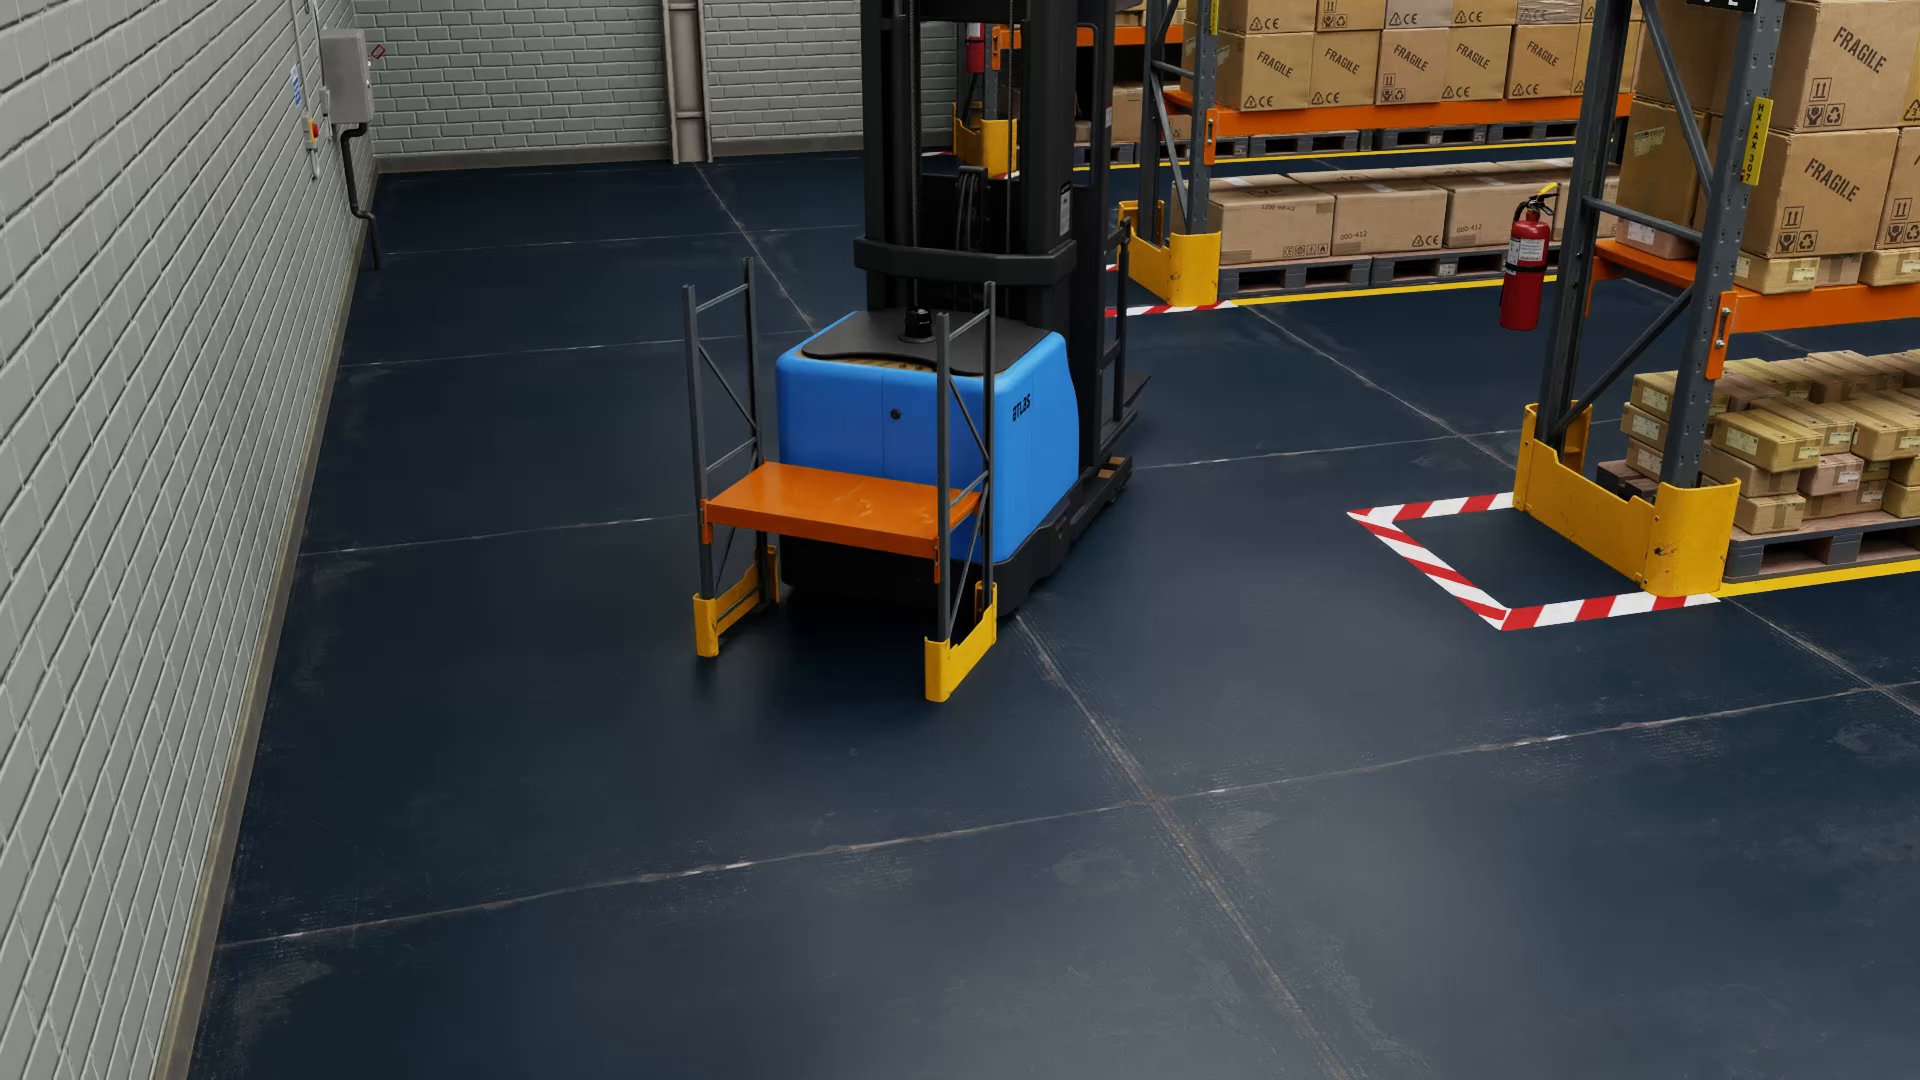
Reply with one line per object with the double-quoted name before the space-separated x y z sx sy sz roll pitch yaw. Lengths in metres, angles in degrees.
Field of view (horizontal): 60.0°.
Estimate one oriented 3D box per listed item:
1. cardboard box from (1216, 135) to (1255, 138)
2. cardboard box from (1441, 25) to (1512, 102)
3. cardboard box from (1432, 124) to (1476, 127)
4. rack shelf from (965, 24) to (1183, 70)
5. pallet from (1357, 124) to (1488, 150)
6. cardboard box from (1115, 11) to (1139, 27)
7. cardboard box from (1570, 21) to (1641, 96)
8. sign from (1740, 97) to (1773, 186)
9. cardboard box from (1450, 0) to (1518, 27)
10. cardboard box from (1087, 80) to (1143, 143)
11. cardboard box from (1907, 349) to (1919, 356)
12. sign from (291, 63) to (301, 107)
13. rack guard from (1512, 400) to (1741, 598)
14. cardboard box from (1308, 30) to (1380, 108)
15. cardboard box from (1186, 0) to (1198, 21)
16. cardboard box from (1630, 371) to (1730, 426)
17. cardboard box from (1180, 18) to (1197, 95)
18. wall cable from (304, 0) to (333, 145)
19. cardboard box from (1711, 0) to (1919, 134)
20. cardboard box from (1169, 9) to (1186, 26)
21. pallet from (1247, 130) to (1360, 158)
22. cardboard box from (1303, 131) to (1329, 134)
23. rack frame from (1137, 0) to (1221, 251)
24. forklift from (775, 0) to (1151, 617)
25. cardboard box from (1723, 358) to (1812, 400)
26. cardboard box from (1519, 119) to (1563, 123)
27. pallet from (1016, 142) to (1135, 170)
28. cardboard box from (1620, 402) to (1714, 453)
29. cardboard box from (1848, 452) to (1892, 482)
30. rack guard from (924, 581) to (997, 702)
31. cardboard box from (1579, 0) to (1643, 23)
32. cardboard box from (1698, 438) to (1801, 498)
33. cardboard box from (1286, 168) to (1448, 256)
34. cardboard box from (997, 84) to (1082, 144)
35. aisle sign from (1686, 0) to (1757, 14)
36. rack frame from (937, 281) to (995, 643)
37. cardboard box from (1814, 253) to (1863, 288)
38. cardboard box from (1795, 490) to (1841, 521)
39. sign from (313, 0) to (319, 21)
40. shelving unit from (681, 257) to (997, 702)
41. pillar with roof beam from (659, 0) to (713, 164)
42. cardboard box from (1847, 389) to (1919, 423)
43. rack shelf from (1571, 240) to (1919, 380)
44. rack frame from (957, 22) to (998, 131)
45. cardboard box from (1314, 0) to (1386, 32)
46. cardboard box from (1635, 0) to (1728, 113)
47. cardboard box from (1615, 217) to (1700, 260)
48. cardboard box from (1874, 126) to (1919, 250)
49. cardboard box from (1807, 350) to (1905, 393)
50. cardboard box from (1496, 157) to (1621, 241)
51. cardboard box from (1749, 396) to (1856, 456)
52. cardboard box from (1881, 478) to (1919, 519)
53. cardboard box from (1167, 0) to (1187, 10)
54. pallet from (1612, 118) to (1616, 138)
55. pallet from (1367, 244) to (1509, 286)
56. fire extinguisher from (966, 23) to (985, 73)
"cardboard box" 2.609 -4.367 16.761 0.500 0.500 0.700 -7 24 -16
"cardboard box" 3.497 -3.382 11.702 0.500 0.500 0.500 -6 24 -13
"cardboard box" 5.049 -4.604 17.313 0.500 0.500 0.500 -7 24 -15
"rack shelf" 2.087 -4.989 16.486 4.000 0.370 1.077 -6 24 -14
"pallet" 4.786 -4.352 17.626 1.213 0.211 1.003 -6 24 -14
"cardboard box" 1.542 -5.042 16.016 0.250 0.149 0.380 -6 24 -14
"cardboard box" 4.486 -3.491 11.956 0.500 0.500 0.500 -7 24 -16
"sign" 3.087 -1.546 6.451 0.005 0.325 0.100 -6 24 -14
"cardboard box" 3.514 -3.840 11.501 0.500 0.500 0.500 -6 24 -14
"cardboard box" 1.610 -4.257 16.504 0.500 0.500 0.700 -5 24 -12
"cardboard box" 4.892 -0.822 8.190 0.250 0.149 0.380 -6 24 -14
"sign" -3.963 -2.713 9.925 0.001 0.218 0.327 -6 24 -14
"rack guard" 3.013 -0.214 7.614 0.348 0.500 1.175 -6 24 -14
"cardboard box" 2.525 -3.275 11.453 0.500 0.500 0.500 -7 24 -15
"cardboard box" 1.906 -3.870 11.570 0.500 0.500 0.500 -6 24 -13
"cardboard box" 3.382 -0.663 7.820 0.250 0.149 0.380 -6 24 -14
"cardboard box" 1.899 -3.421 11.791 0.500 0.500 0.500 -6 24 -14
"wall cable" -4.311 -3.617 11.088 0.122 1.984 0.588 -6 24 -14
"cardboard box" 3.444 -1.943 6.703 0.500 0.500 0.500 -6 24 -15
"cardboard box" 2.054 -5.076 16.095 0.250 0.149 0.380 -6 24 -13
"pallet" 3.351 -4.179 17.221 1.213 0.211 1.003 -6 24 -14
"cardboard box" 3.556 -4.245 16.922 0.250 0.149 0.380 -7 24 -16
"rack frame" 1.506 -3.223 11.457 0.127 3.000 1.000 -6 24 -14
"forklift" 0.224 -1.579 7.714 1.130 2.935 3.031 8 25 19
"cardboard box" 3.854 -0.744 8.008 0.250 0.149 0.380 -7 24 -16
"cardboard box" 6.032 -4.708 17.556 0.500 0.500 0.500 -7 24 -16
"pallet" 1.002 -3.919 16.615 1.213 0.211 1.003 -6 24 -14
"cardboard box" 3.371 -0.538 7.906 0.250 0.149 0.380 -7 24 -16
"cardboard box" 4.005 -0.400 7.583 0.250 0.149 0.380 -6 24 -14
"rack guard" 0.007 0.391 6.522 0.087 0.250 0.587 9 25 20
"cardboard box" 4.487 -3.948 11.753 0.500 0.500 0.500 -7 24 -15
"cardboard box" 3.514 -0.332 7.426 0.250 0.149 0.380 -5 24 -12
"cardboard box" 2.993 -2.447 12.366 0.875 0.438 0.875 -6 24 -13
"cardboard box" 0.776 -4.182 16.325 0.637 0.503 0.797 -7 24 -16
"aisle sign" 2.951 -2.427 6.306 0.004 0.787 0.394 -6 24 -14
"rack frame" 0.025 -0.181 6.269 0.032 1.500 0.500 9 25 20
"cardboard box" 3.575 -1.192 7.042 0.250 0.149 0.380 -5 24 -12
"cardboard box" 3.761 -0.230 7.566 0.250 0.149 0.380 -6 24 -15
"sign" -4.528 -3.763 11.668 0.001 0.242 0.339 -6 24 -14
"shelving unit" -0.455 -0.257 6.446 1.083 1.500 0.587 9 25 20
"pillar with roof beam" -1.515 -6.284 10.984 0.400 9.000 9.100 -6 24 -14
"cardboard box" 4.263 -0.548 7.552 0.250 0.149 0.380 -8 24 -17
"rack shelf" 4.866 -1.237 7.740 4.000 0.370 1.077 -6 24 -14
"rack frame" 0.161 -5.107 15.848 0.127 3.000 1.000 -6 24 -14
"cardboard box" 2.541 -3.729 11.242 0.500 0.500 0.500 -7 24 -16
"cardboard box" 3.314 -2.140 7.160 0.500 0.500 0.500 -7 24 -15
"cardboard box" 3.178 -1.381 7.483 0.250 0.149 0.380 -6 24 -14
"cardboard box" 3.956 -1.547 7.046 0.500 0.500 0.500 -6 24 -14
"cardboard box" 4.364 -0.797 8.132 0.250 0.149 0.380 -5 24 -12
"cardboard box" 4.724 -2.638 12.811 0.875 0.438 0.875 -7 24 -15
"cardboard box" 3.769 -0.512 7.468 0.250 0.149 0.380 -6 24 -13
"cardboard box" 4.274 -0.245 7.600 0.250 0.149 0.380 -6 24 -14
"cardboard box" 2.130 -5.292 16.093 0.500 0.250 0.500 -7 24 -16
"pallet" 7.135 -4.612 18.232 1.213 0.211 1.003 -6 24 -14
"pallet" 3.427 -2.185 12.574 1.213 0.211 1.003 -6 24 -14
"fire extinguisher" 0.145 -4.709 15.491 0.183 0.674 0.296 -6 24 -14
